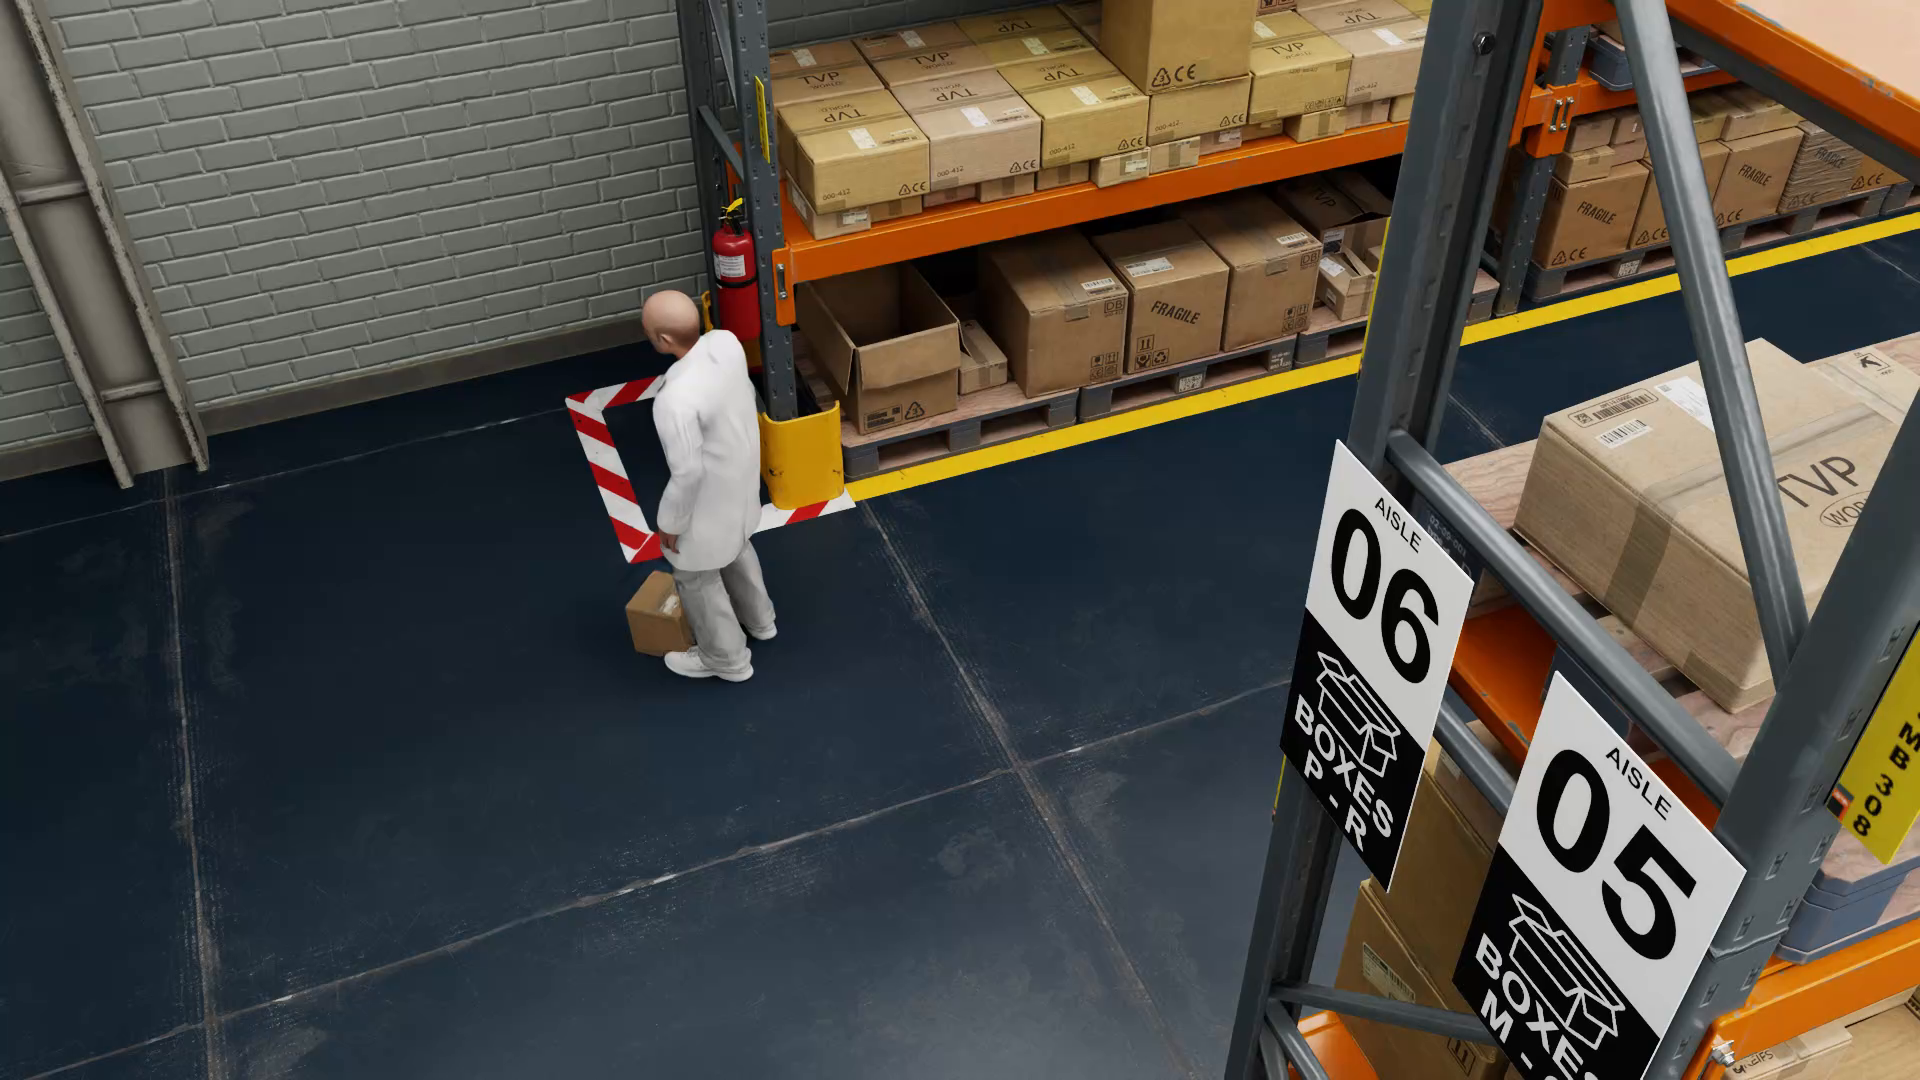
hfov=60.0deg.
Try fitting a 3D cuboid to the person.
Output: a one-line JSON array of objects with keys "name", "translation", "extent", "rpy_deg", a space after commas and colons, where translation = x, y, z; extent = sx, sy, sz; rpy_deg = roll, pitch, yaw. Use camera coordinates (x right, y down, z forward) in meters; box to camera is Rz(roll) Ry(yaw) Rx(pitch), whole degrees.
[{"name": "person", "translation": [-0.974, -0.196, 6.394], "extent": [0.426, 1.774, 0.617], "rpy_deg": [13, 43, 15]}]
